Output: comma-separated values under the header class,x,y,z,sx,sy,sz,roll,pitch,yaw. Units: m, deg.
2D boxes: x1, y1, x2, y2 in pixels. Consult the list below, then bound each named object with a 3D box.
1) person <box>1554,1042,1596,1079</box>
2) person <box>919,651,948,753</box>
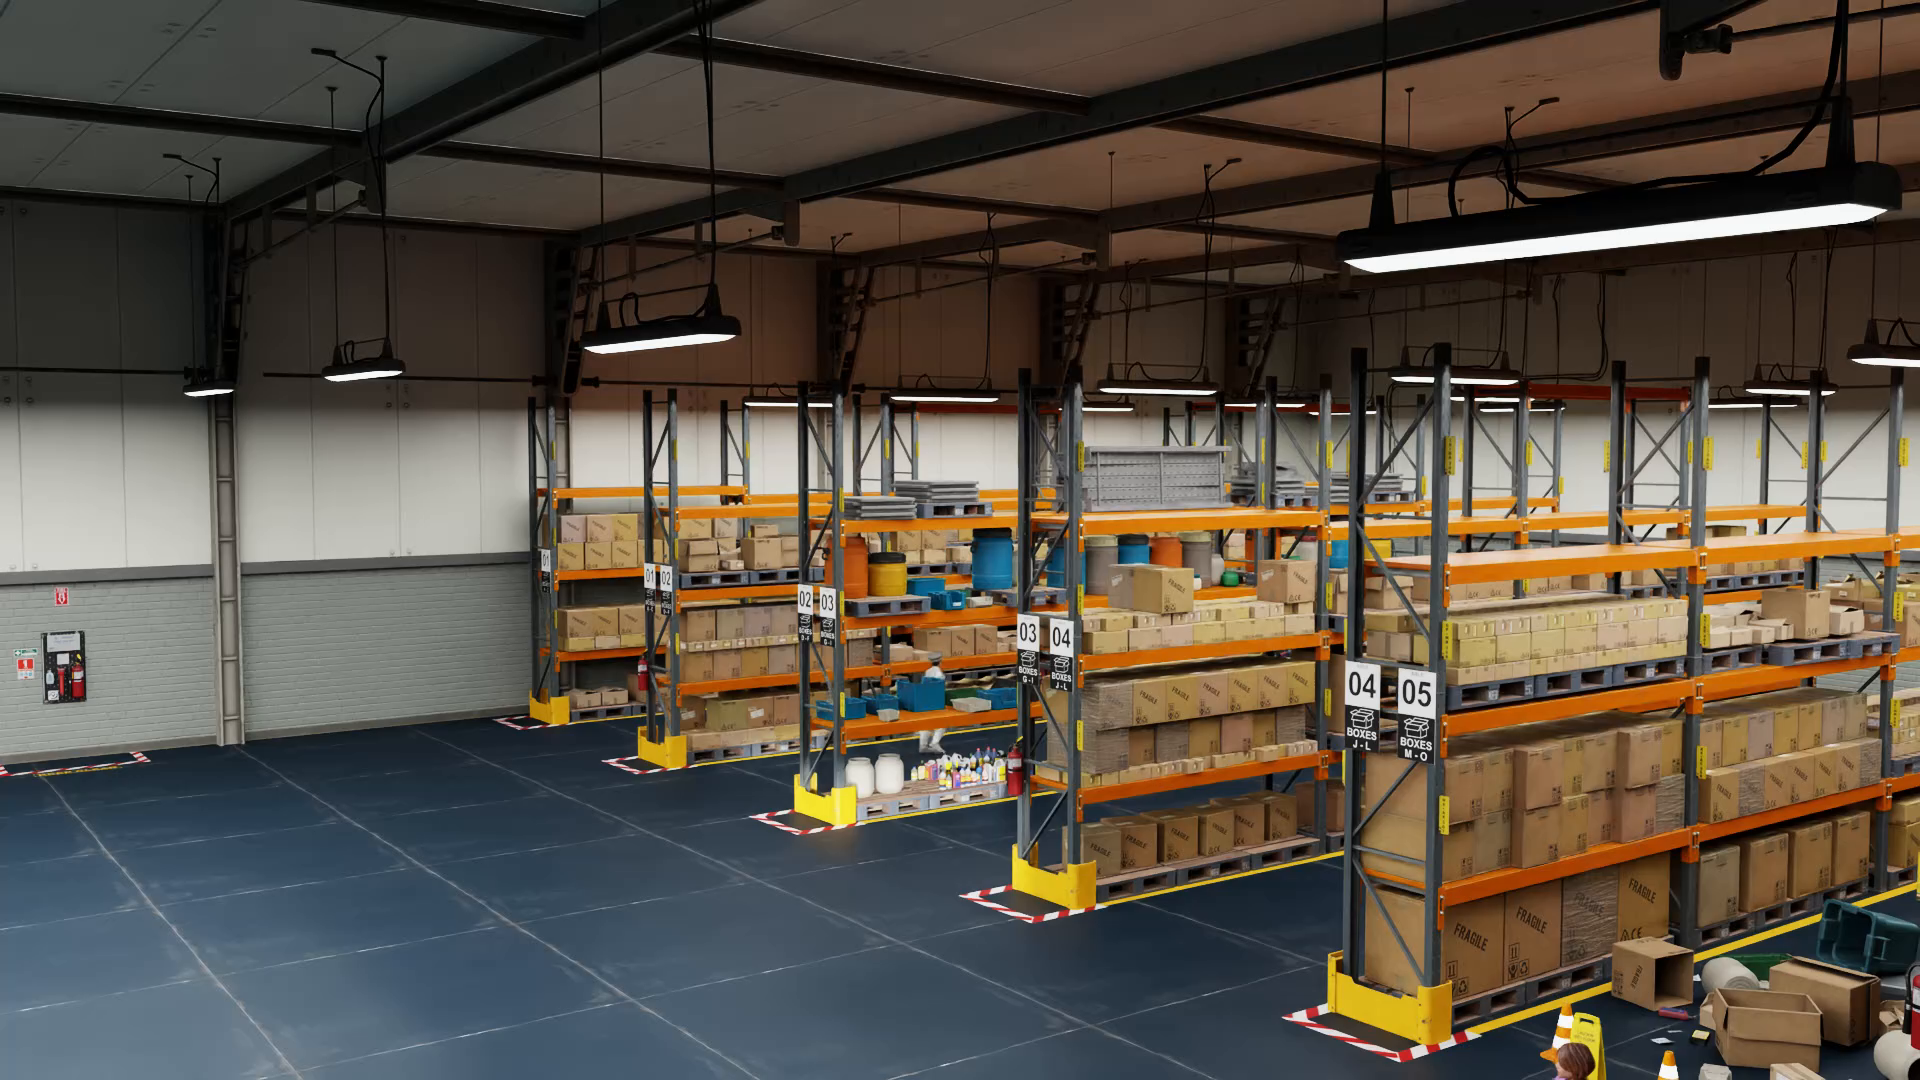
class,x,y,z,sx,sy,sz,roll,pitch,yaw
person,3.584,3.780,10.009,0.952,1.549,0.438,-1,3,-8
person,-0.445,2.689,27.554,0.500,1.676,0.522,-2,4,-24
